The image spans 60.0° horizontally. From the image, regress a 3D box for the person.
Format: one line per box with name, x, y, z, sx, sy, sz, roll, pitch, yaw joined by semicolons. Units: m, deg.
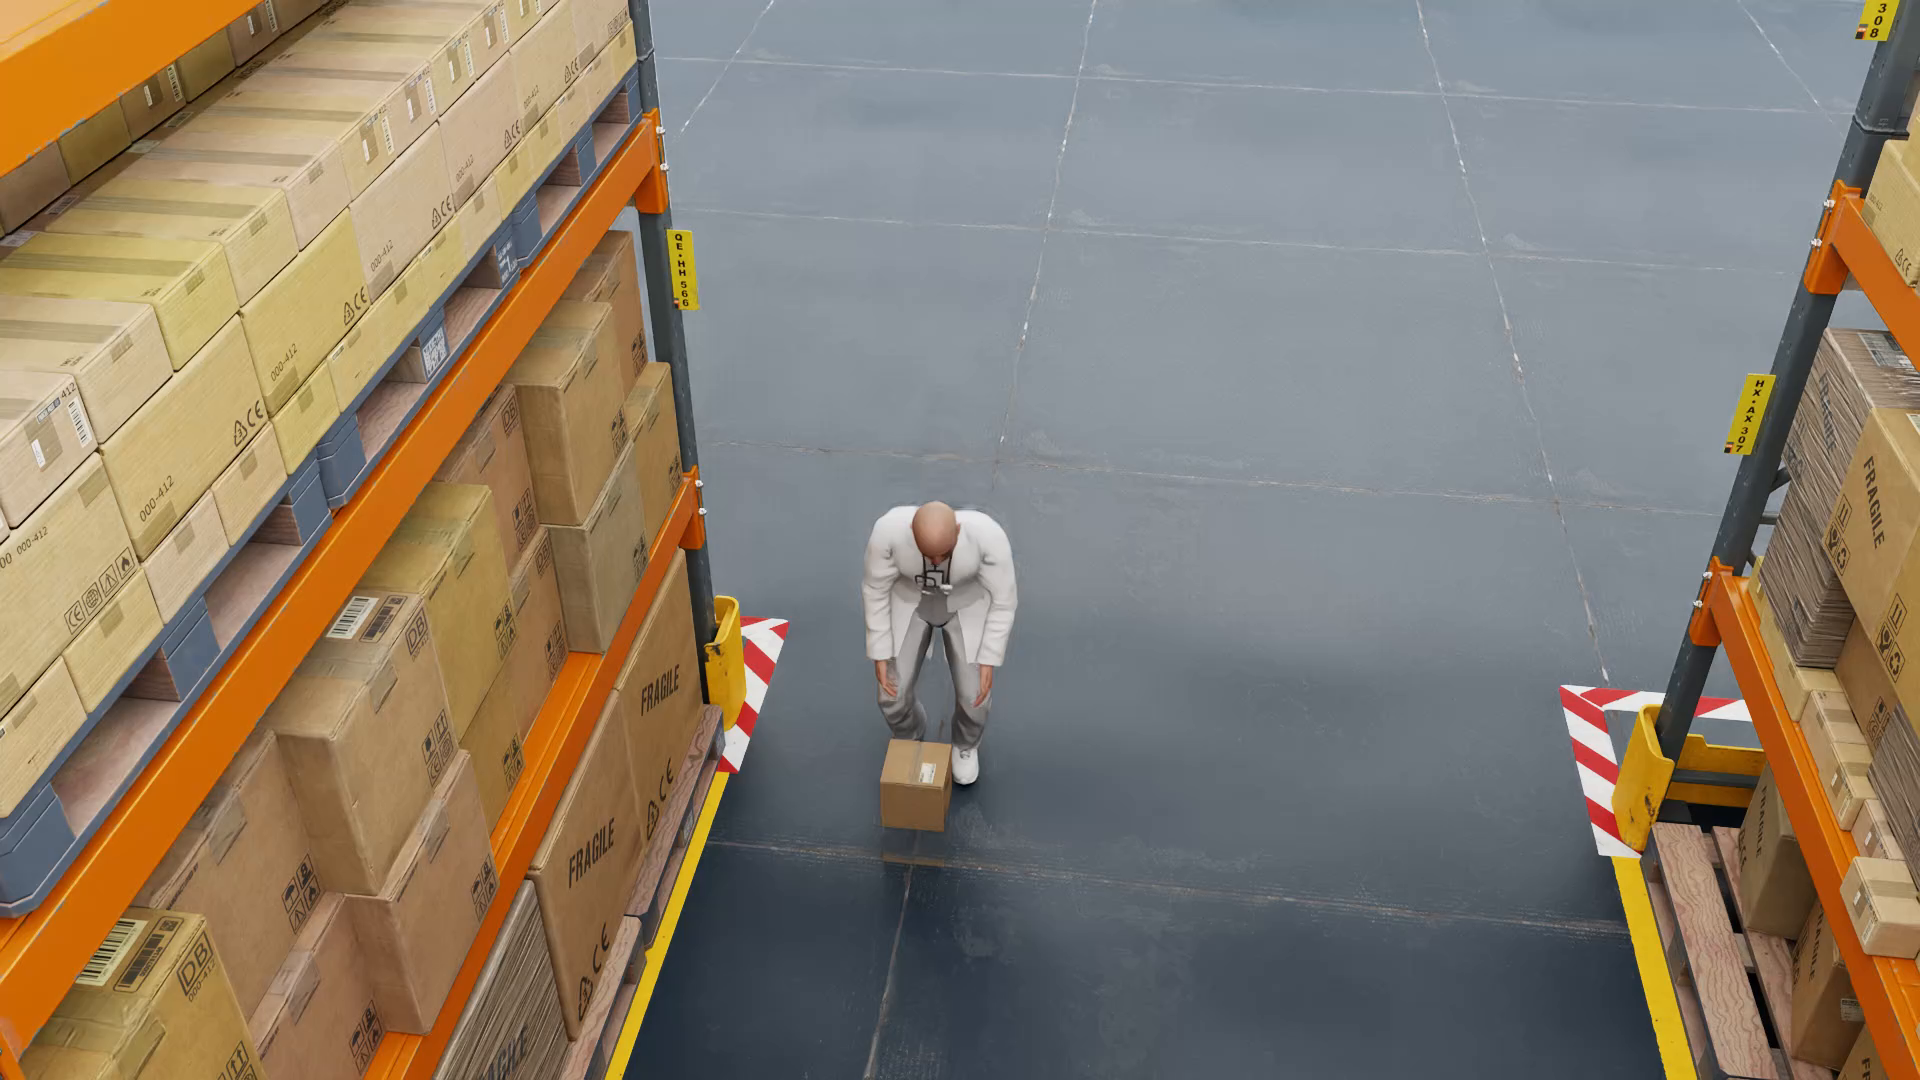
person;-0.074;0.357;6.792;0.628;1.511;0.649;5;36;6
